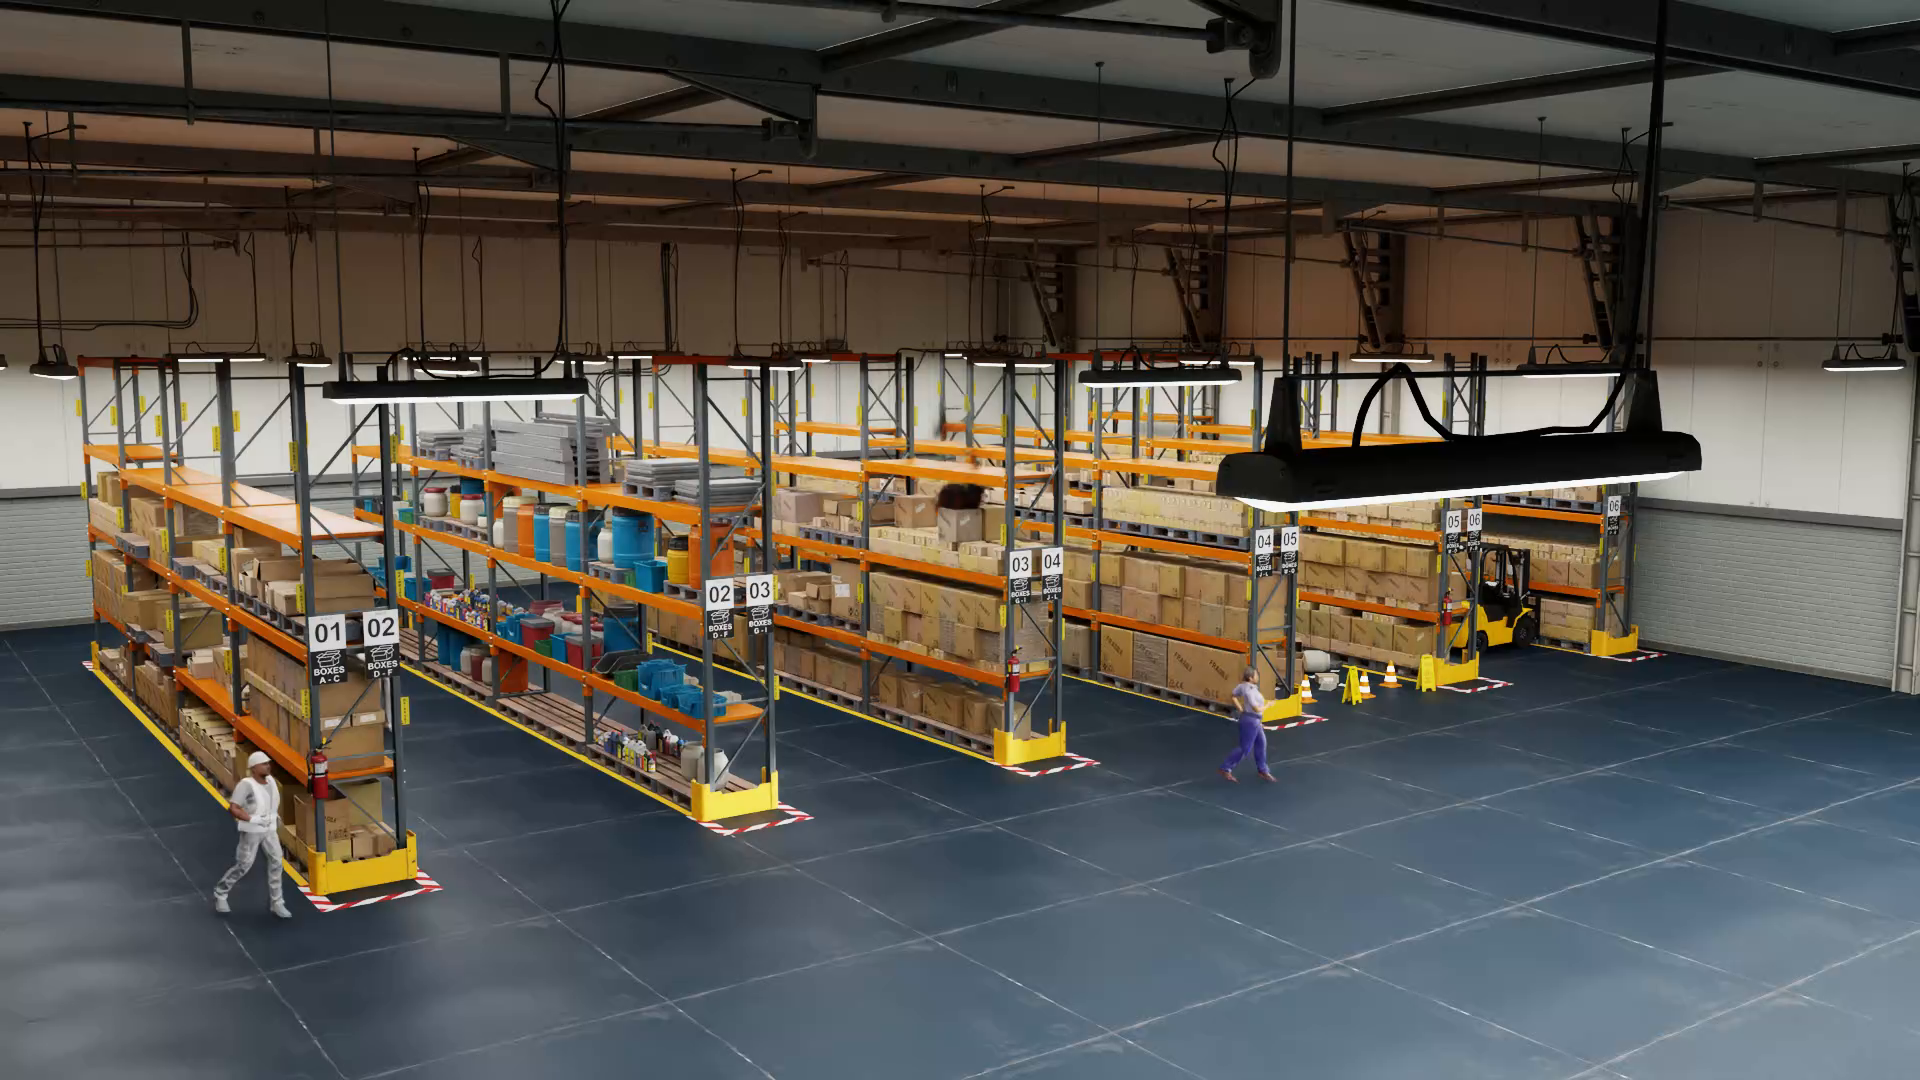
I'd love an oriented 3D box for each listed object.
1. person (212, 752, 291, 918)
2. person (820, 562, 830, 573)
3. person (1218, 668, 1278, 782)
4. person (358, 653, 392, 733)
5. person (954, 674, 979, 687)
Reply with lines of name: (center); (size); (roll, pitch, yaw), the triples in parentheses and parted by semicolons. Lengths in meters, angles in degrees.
person: (-7.715, 3.224, 18.359); (0.954, 1.774, 0.739); (3, 7, 21)
person: (-3.344, 0.349, 42.803); (0.506, 1.589, 0.662); (6, 9, 42)
person: (4.106, 2.642, 23.633); (0.877, 1.676, 0.595); (0, 7, 3)
person: (-9.425, 2.186, 27.026); (1.069, 1.773, 0.734); (6, 9, 42)
person: (0.209, 1.817, 30.292); (0.832, 1.726, 0.693); (6, 9, 41)
